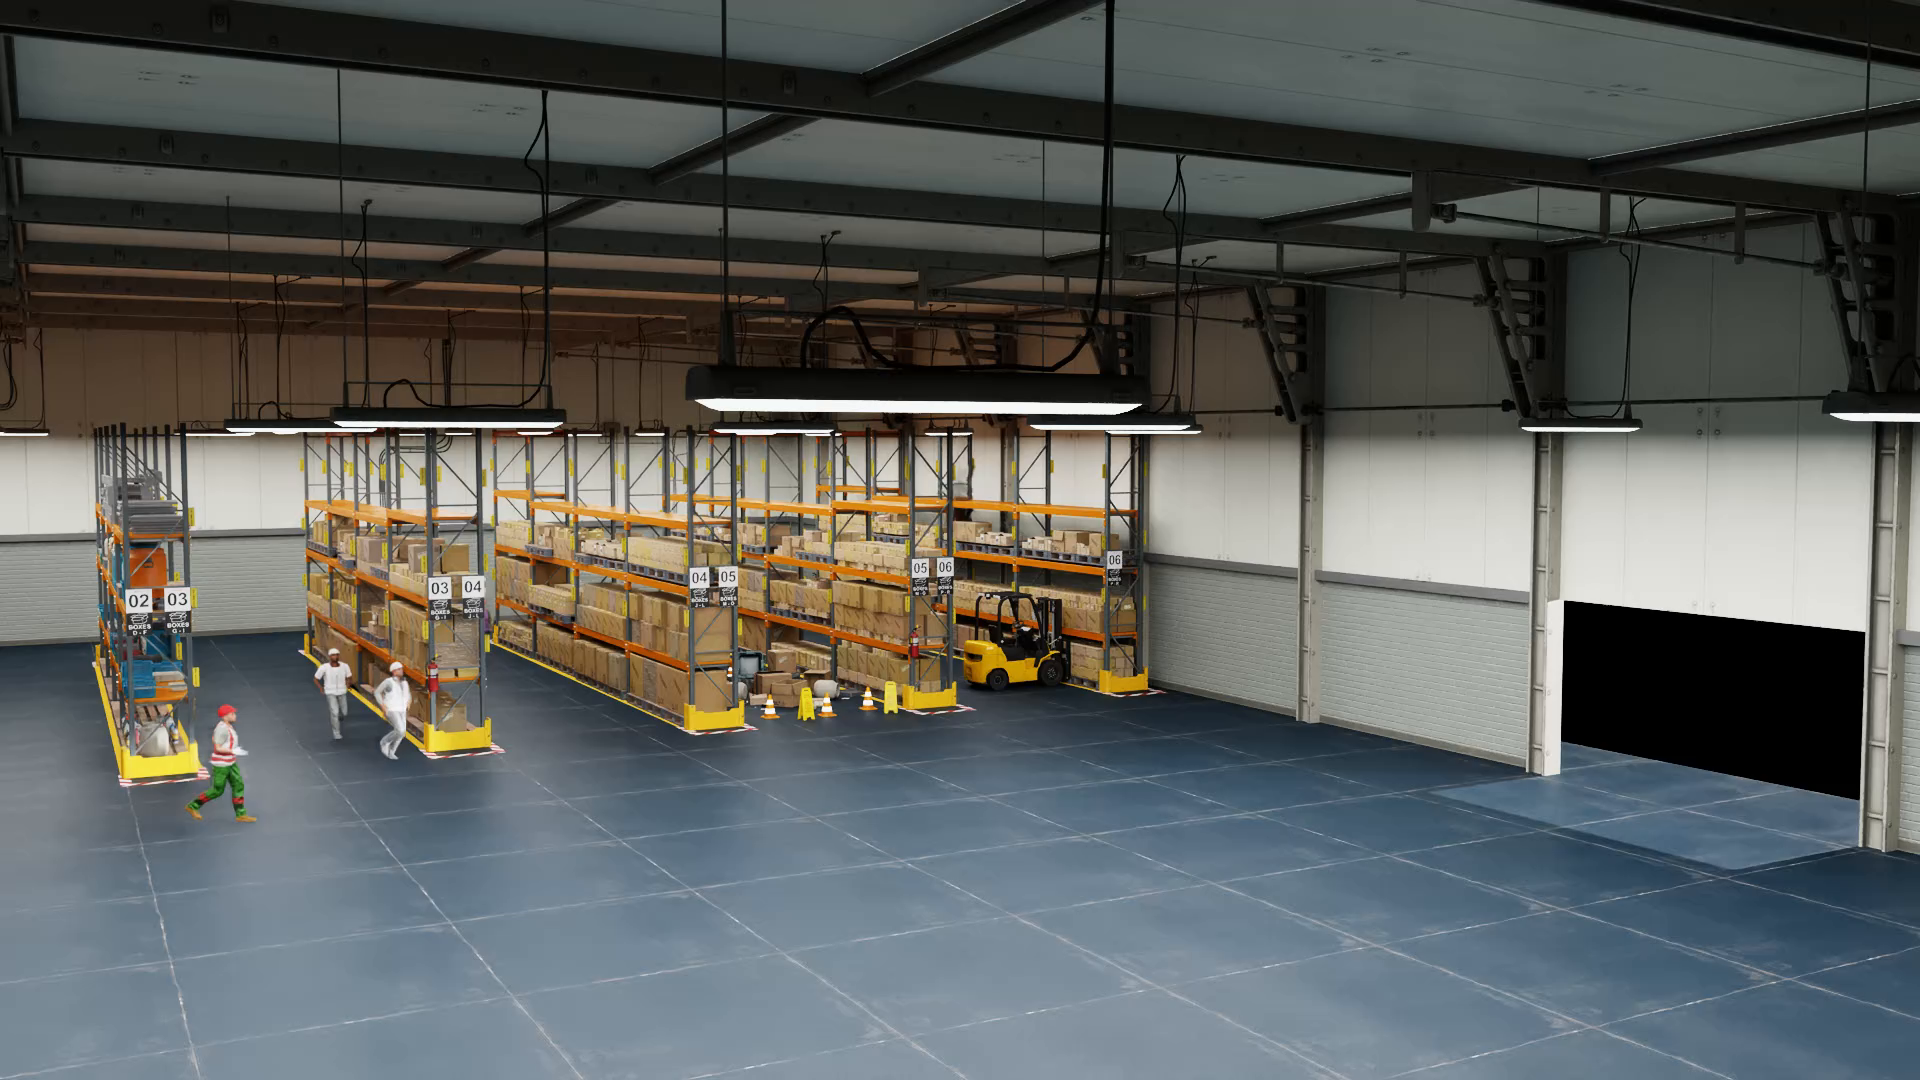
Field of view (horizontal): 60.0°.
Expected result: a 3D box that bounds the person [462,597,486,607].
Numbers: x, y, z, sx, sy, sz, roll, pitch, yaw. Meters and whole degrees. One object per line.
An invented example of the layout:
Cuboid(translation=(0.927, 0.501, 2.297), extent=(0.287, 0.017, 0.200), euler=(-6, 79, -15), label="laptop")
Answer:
Cuboid(translation=(-13.859, 2.014, 47.183), extent=(0.718, 1.731, 0.537), euler=(2, 4, 28), label="person")

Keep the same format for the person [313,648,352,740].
Cuboid(translation=(-11.981, 2.932, 31.846), extent=(0.707, 1.726, 0.753), euler=(-2, 4, -36), label="person")

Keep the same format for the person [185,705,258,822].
Cuboid(translation=(-10.972, 3.328, 24.662), extent=(0.985, 1.776, 0.626), euler=(-1, 3, -9), label="person")

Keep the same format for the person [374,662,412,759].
Cuboid(translation=(-10.099, 3.068, 29.879), extent=(0.528, 1.735, 0.673), euler=(2, 4, 24), label="person")

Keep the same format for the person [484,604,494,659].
Cuboid(translation=(-12.252, 2.361, 42.752), extent=(0.550, 1.561, 0.478), euler=(-1, 4, -22), label="person")
